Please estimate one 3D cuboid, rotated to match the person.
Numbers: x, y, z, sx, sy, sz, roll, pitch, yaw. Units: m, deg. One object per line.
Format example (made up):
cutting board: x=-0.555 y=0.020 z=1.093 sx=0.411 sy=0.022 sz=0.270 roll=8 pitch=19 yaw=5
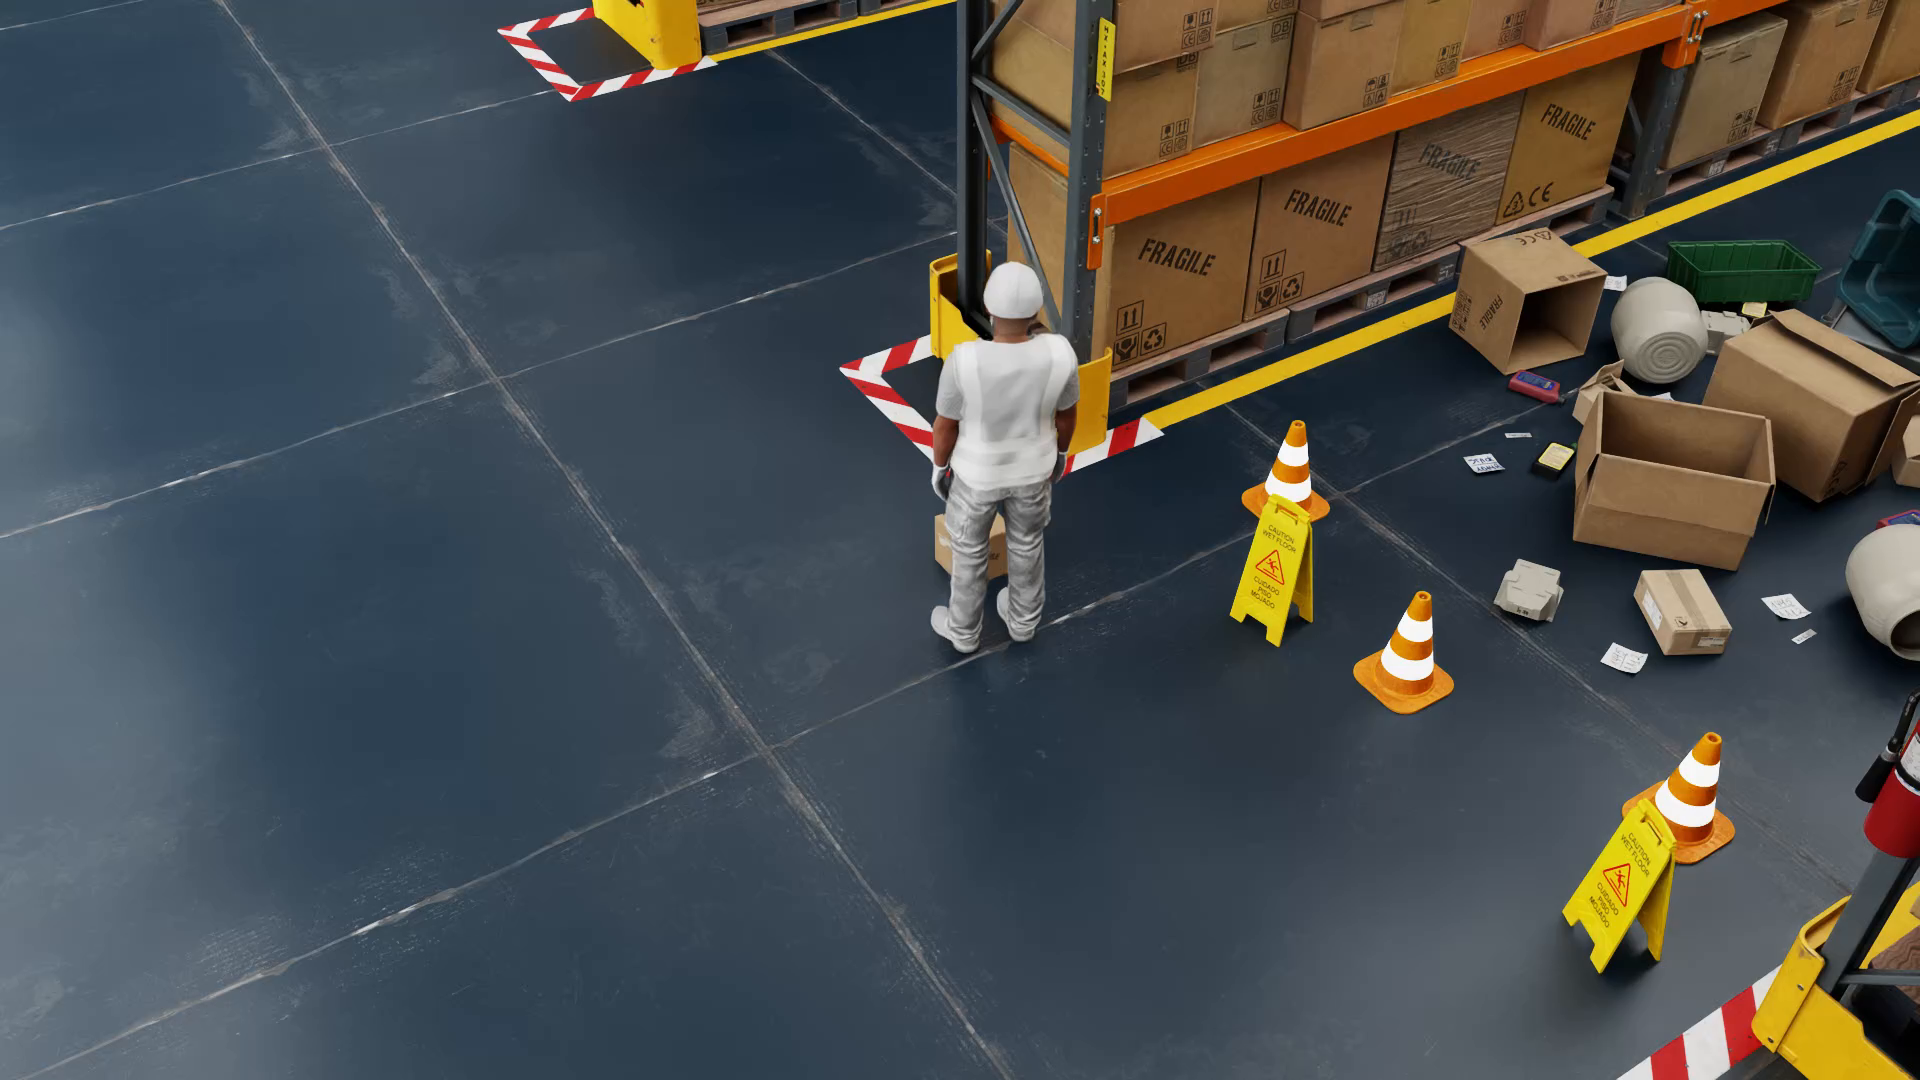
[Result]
person: x=0.163 y=-0.303 z=6.487 sx=0.562 sy=1.799 sz=0.390 roll=-9 pitch=41 yaw=-10
